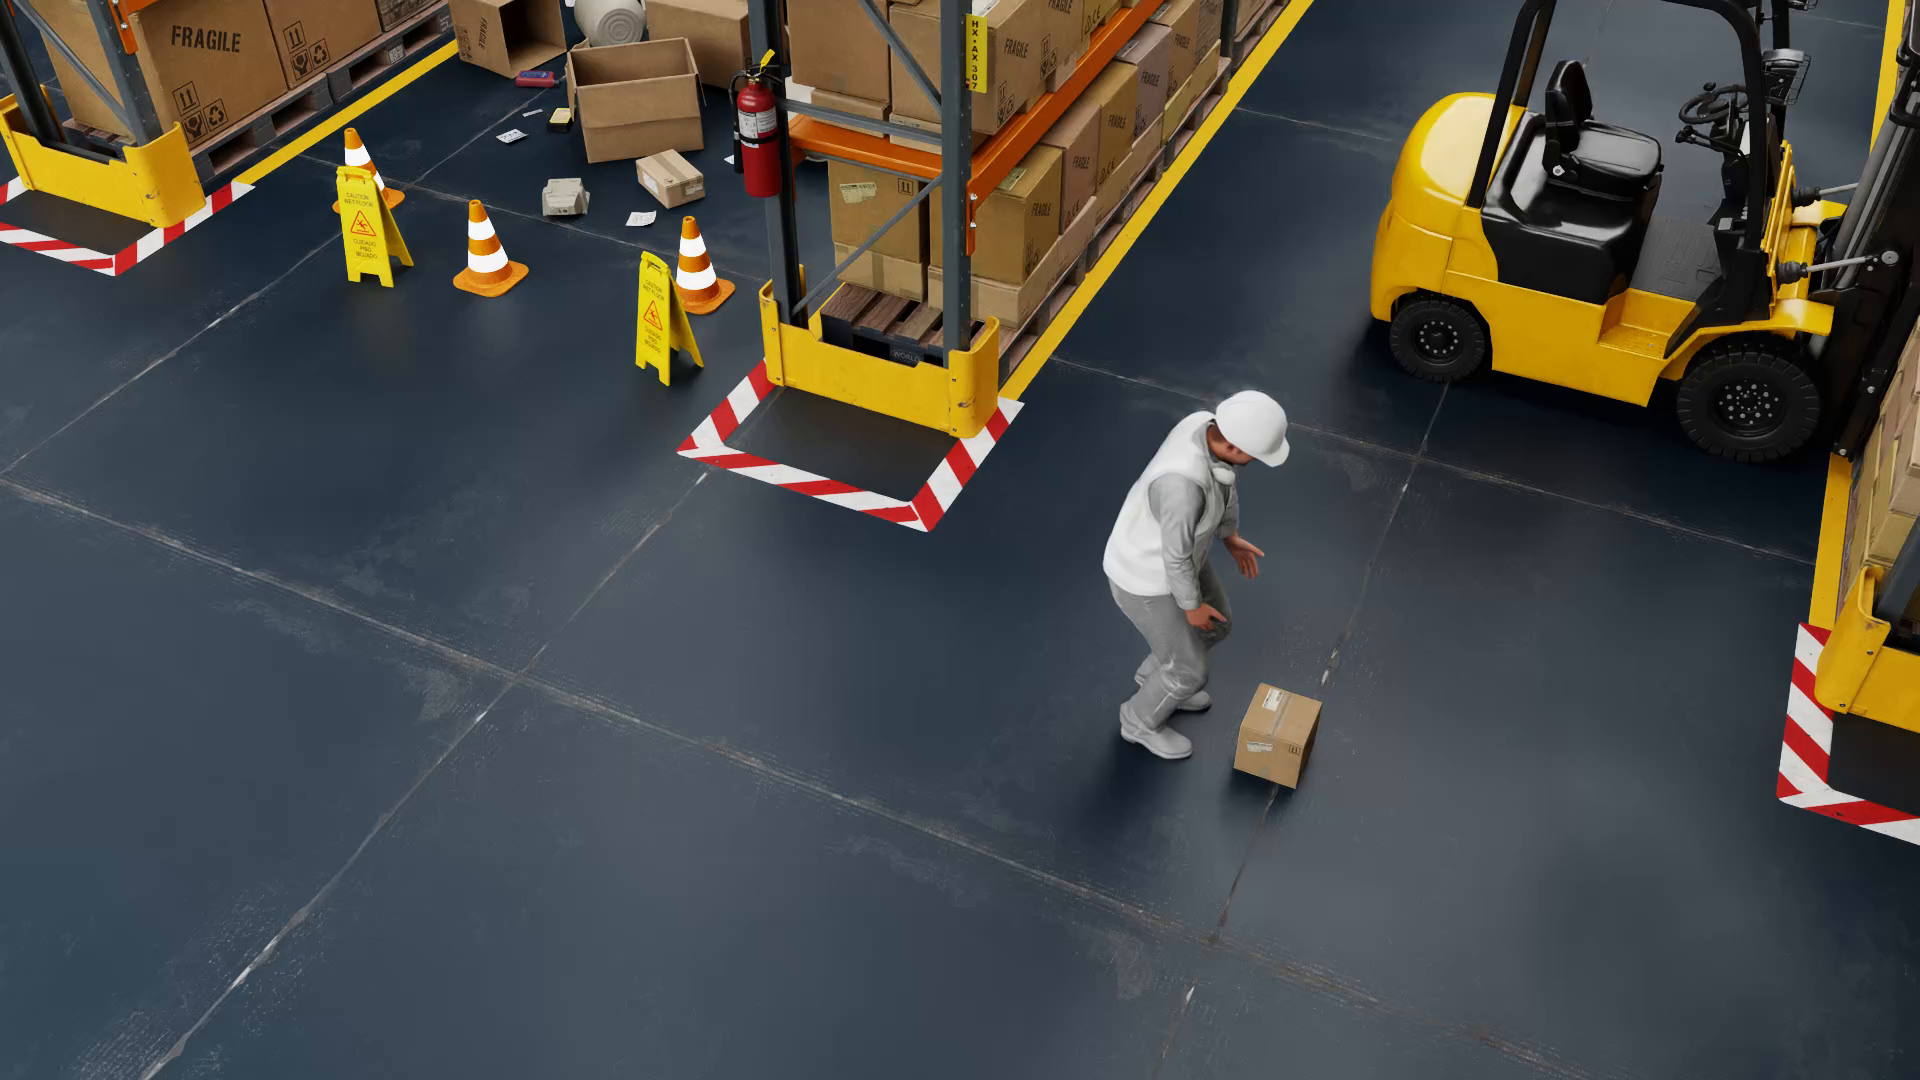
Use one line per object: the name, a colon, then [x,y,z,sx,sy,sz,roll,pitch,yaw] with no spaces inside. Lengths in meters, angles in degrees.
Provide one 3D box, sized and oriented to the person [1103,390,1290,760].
person: [0.845,0.089,6.142,0.581,1.647,0.578,18,45,19]
